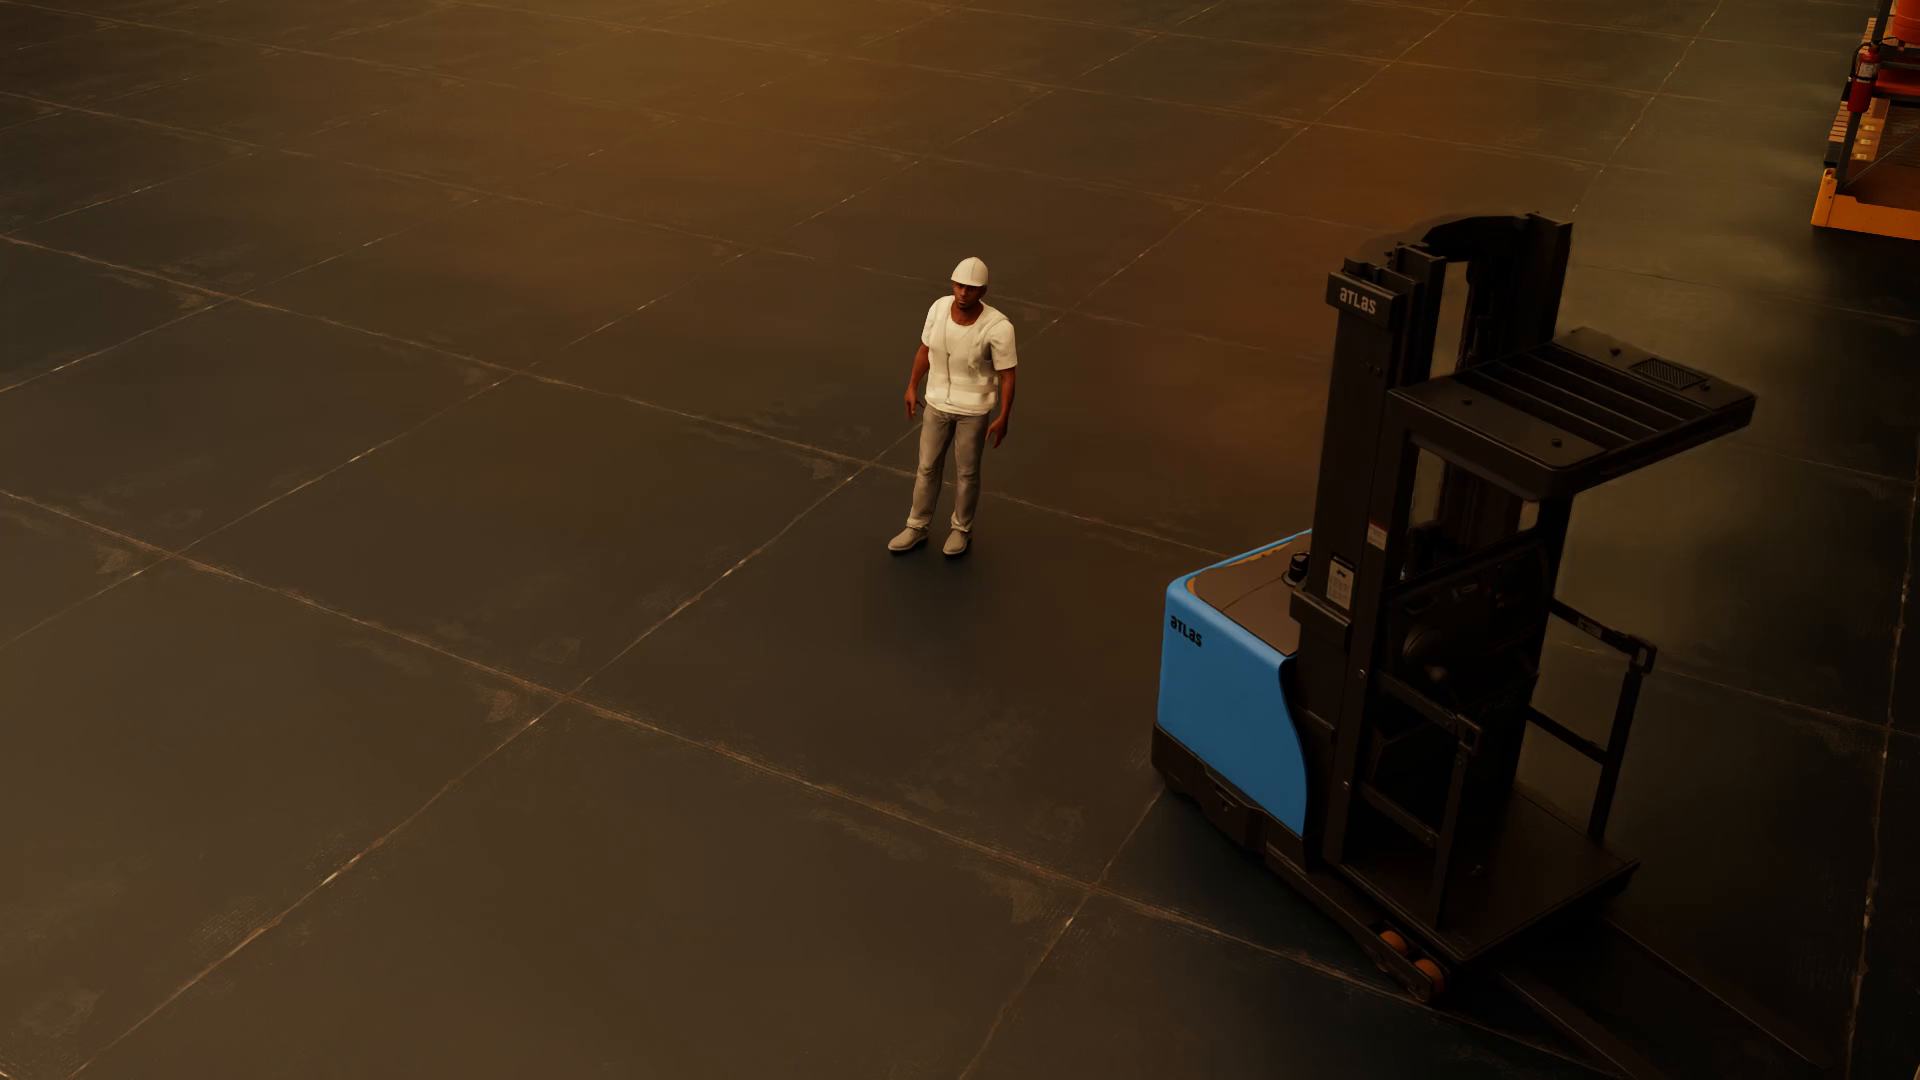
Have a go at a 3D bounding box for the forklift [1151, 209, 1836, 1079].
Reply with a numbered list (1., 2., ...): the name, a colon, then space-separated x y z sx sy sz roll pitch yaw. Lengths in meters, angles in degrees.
1. forklift: 2.149 0.331 6.497 1.130 2.935 3.031 -18 35 -28

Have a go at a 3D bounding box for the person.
1. person: -0.039 -0.742 9.508 0.666 1.765 0.577 15 33 25
